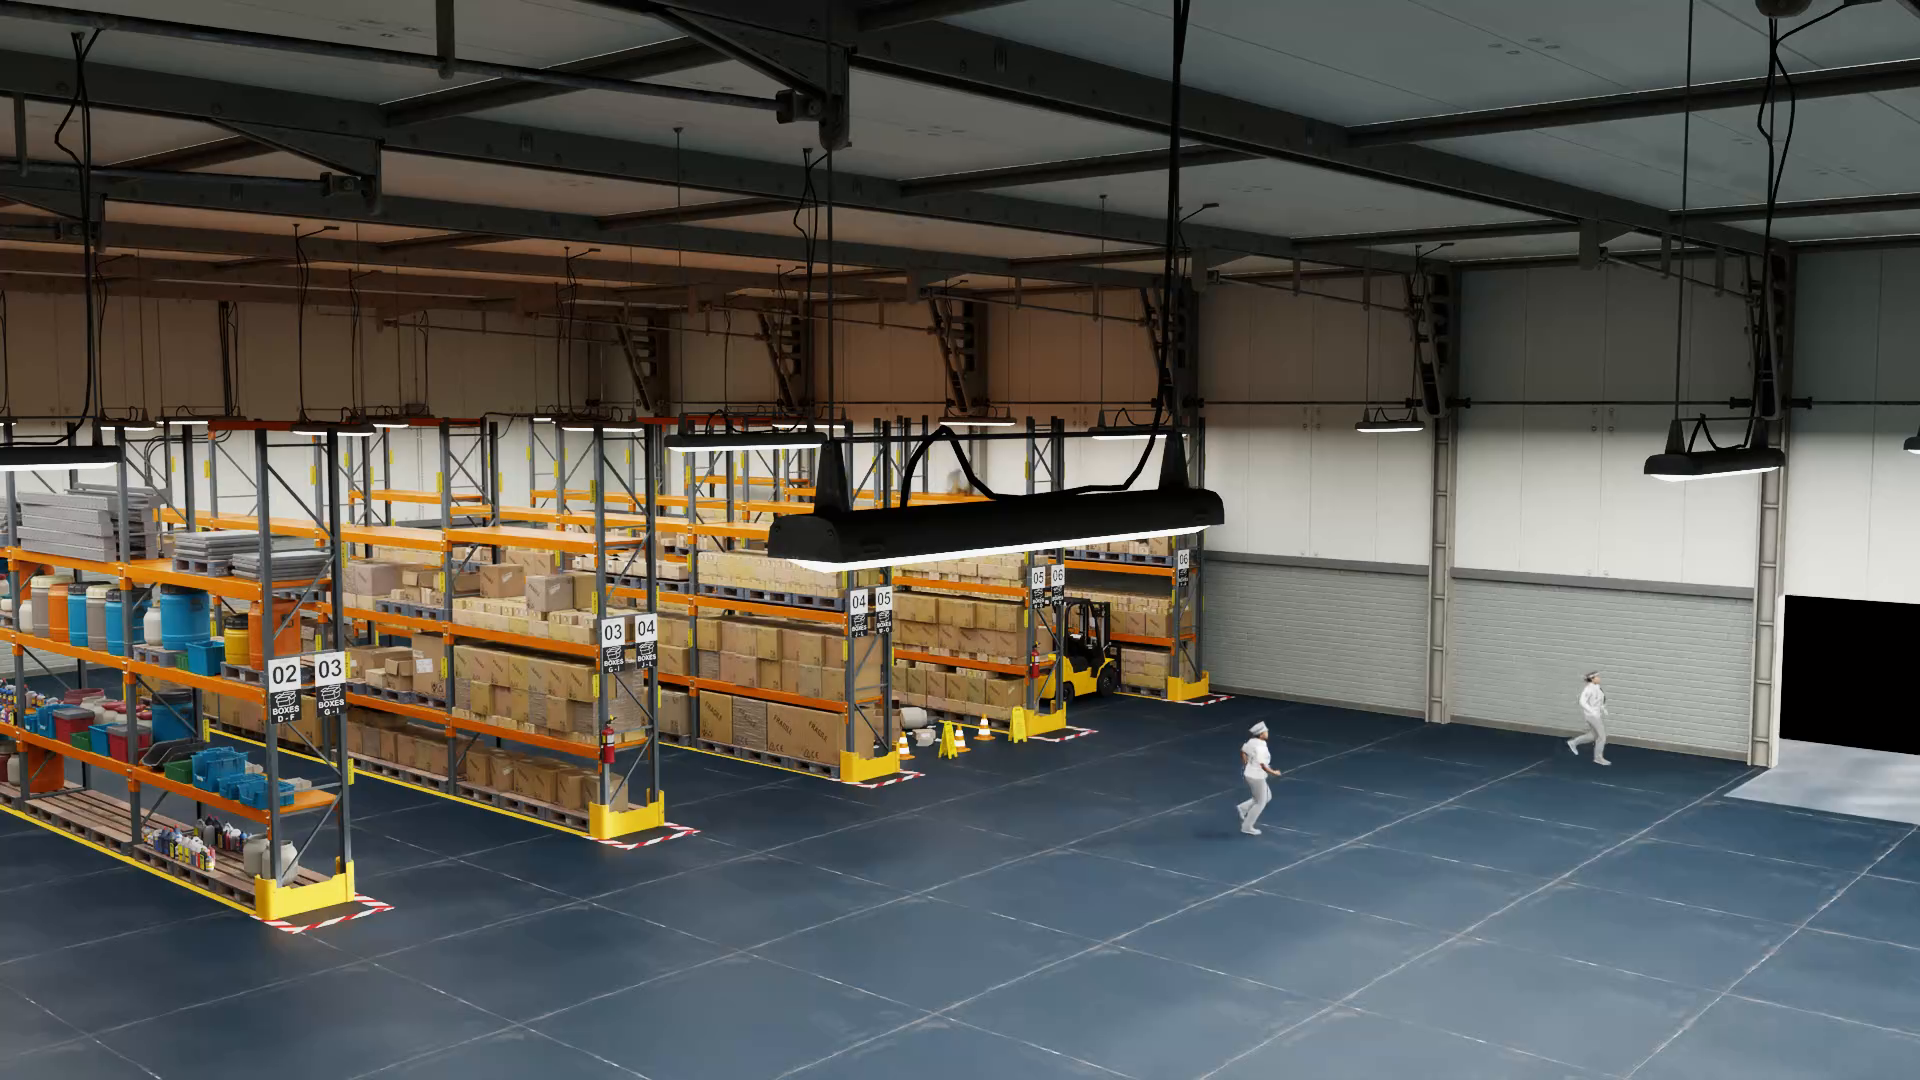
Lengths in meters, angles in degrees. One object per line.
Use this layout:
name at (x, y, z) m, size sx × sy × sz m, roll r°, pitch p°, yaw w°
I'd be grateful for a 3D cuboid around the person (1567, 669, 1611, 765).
person at (11.034, 3.080, 29.139) m, size 0.759 × 1.672 × 0.632 m, roll 3°, pitch 6°, yaw 31°

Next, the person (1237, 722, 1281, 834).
person at (4.404, 3.482, 24.418) m, size 0.599 × 1.660 × 0.559 m, roll -1°, pitch 5°, yaw -7°
